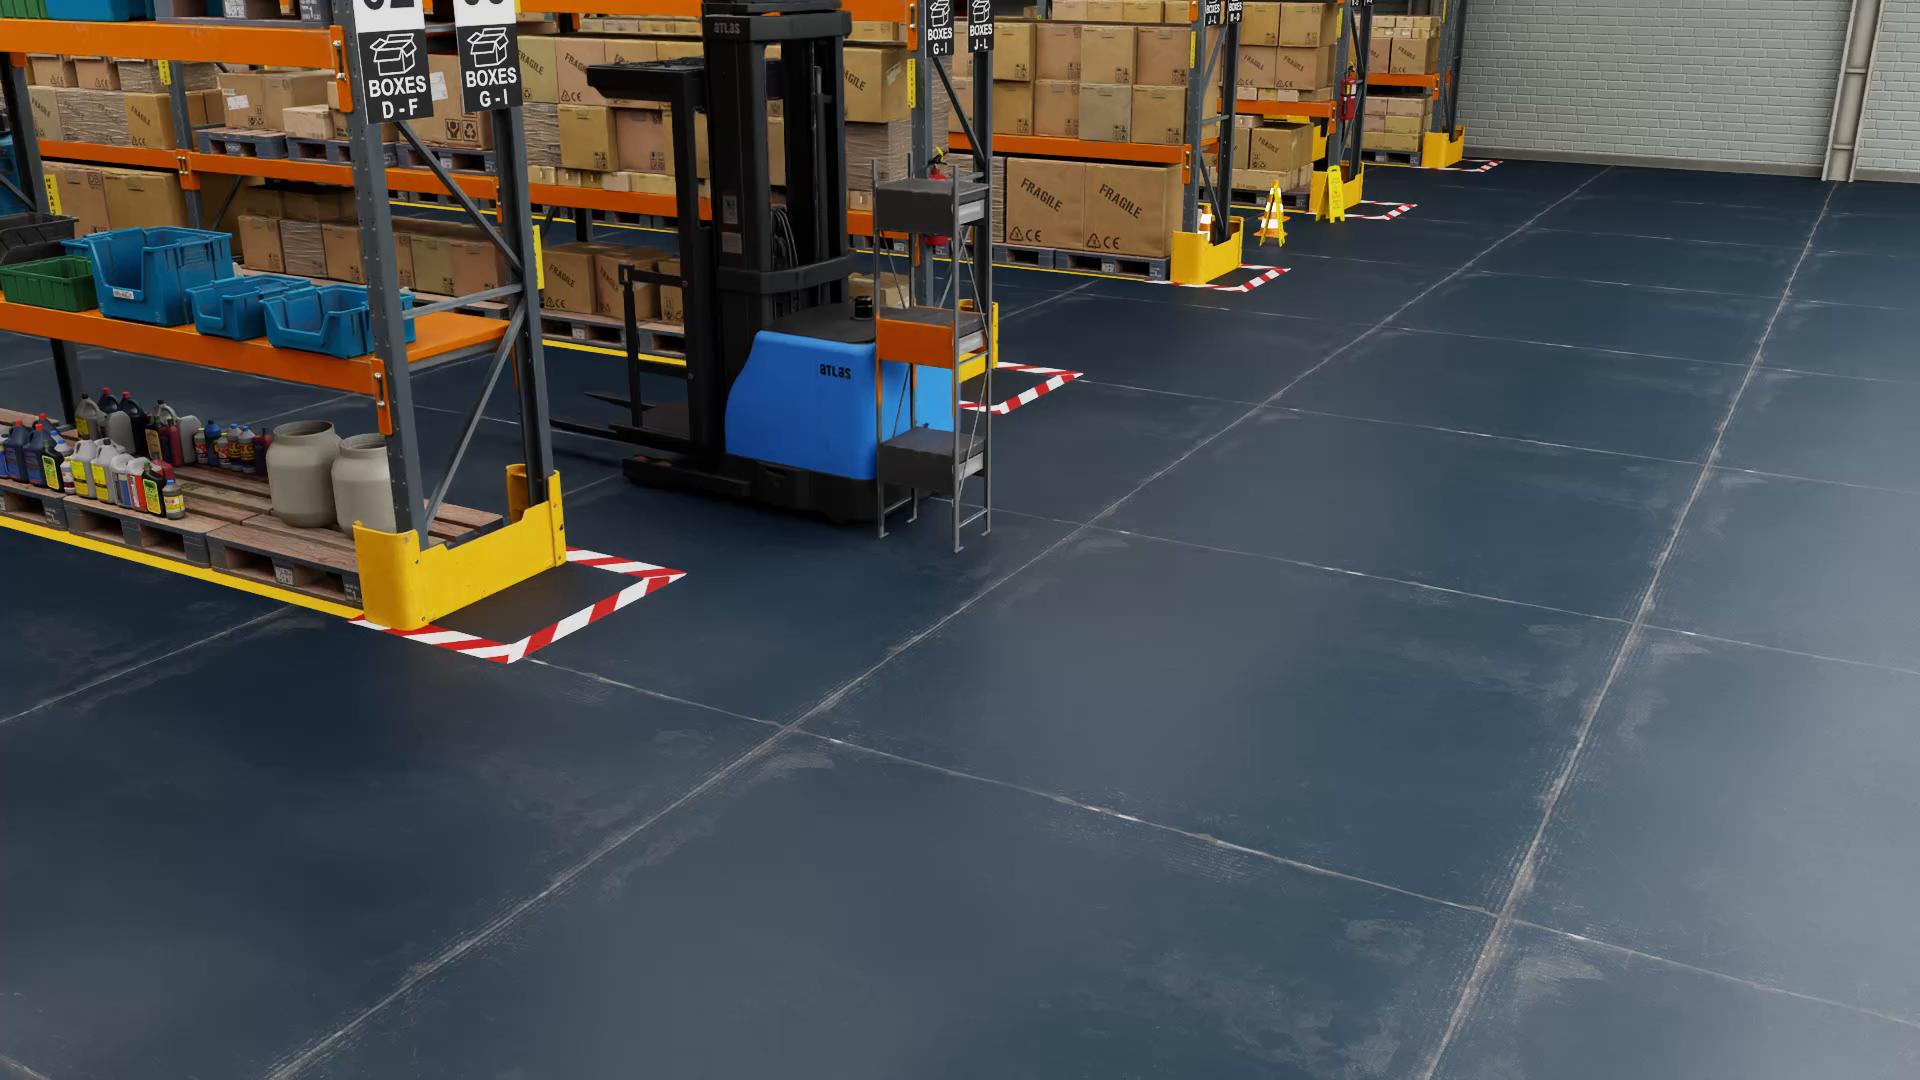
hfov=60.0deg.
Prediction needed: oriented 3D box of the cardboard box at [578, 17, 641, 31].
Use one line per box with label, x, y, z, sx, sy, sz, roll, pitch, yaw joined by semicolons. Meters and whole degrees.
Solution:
cardboard box;-4.138;-5.864;19.520;0.500;0.500;0.700;11;23;27

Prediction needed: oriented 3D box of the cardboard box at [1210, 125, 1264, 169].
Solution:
cardboard box;3.501;-4.984;21.022;0.500;0.500;0.500;12;23;29

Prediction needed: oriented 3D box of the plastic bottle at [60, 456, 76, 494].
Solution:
plastic bottle;-5.053;-0.374;9.455;0.097;0.201;0.097;0;20;0

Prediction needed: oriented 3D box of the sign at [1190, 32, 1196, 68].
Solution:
sign;2.182;-4.591;15.577;0.005;0.325;0.100;11;23;27

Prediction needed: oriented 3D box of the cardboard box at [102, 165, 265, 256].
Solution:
cardboard box;-7.625;-3.285;16.521;0.875;0.875;1.225;10;22;25

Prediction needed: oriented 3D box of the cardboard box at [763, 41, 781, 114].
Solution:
cardboard box;-1.523;-3.475;12.497;0.500;0.500;0.500;11;23;27

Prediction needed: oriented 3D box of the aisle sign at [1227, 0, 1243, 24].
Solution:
aisle sign;2.667;-5.394;16.024;0.004;0.787;0.394;11;23;27

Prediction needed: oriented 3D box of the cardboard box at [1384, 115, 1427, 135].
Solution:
cardboard box;6.625;-6.191;24.717;0.500;0.250;0.500;10;22;27

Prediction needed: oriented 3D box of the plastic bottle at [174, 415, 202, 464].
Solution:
plastic bottle;-4.664;-0.617;10.016;0.135;0.276;0.152;11;23;28

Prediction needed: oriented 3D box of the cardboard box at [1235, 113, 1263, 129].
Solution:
cardboard box;3.605;-5.244;20.788;0.250;0.149;0.380;12;23;29

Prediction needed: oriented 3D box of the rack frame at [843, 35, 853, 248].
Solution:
rack frame;-1.033;-4.760;18.088;0.127;3.000;1.000;11;23;27

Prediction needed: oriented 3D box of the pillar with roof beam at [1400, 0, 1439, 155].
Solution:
pillar with roof beam;4.934;-8.986;20.941;0.400;9.000;9.100;11;23;27

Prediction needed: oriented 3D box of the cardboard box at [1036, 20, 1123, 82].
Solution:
cardboard box;1.206;-4.943;16.791;0.550;0.550;0.875;11;23;27

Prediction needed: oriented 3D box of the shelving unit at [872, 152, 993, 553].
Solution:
shelving unit;-0.145;-1.015;9.083;0.503;2.100;0.431;11;23;27

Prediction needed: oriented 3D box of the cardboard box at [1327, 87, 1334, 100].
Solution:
cardboard box;4.589;-5.585;20.731;0.250;0.149;0.380;11;23;28

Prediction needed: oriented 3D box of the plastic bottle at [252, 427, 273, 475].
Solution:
plastic bottle;-4.083;-0.527;9.759;0.133;0.283;0.061;11;23;28

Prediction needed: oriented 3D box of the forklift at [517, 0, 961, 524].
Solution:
forklift;-1.495;-1.834;10.122;3.031;2.935;1.130;12;23;31

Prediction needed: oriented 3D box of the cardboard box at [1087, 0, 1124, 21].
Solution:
cardboard box;2.006;-6.678;21.326;0.500;0.500;0.700;11;23;28

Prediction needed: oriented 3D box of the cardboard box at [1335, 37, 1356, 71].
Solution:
cardboard box;5.749;-7.288;24.911;0.500;0.500;0.500;10;22;26

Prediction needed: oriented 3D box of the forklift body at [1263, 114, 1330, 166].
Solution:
forklift body;4.657;-6.436;23.955;1.214;2.155;2.313;11;23;27

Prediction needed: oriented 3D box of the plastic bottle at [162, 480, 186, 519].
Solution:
plastic bottle;-4.281;-0.226;9.049;0.097;0.201;0.097;0;20;0

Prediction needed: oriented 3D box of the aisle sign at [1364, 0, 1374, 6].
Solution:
aisle sign;4.990;-6.889;20.145;0.004;0.787;0.394;11;23;27

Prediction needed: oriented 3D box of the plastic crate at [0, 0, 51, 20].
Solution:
plastic crate;-4.711;-2.792;8.576;0.450;0.188;0.336;11;23;27

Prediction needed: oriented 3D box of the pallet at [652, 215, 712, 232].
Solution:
pallet;-2.813;-3.757;19.414;1.213;0.211;1.003;11;23;27

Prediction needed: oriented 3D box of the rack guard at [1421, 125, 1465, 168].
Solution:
rack guard;7.223;-5.884;24.853;0.348;0.500;1.175;11;23;27

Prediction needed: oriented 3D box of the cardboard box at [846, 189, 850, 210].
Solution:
cardboard box;-0.859;-2.571;12.421;0.250;0.149;0.380;11;23;27

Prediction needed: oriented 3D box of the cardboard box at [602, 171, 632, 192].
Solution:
cardboard box;-2.635;-2.885;13.288;0.250;0.149;0.380;11;23;27

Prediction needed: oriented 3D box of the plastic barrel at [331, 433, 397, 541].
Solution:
plastic barrel;-3.076;-0.275;8.756;0.421;0.512;0.421;0;20;0

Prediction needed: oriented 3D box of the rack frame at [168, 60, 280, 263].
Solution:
rack frame;-7.032;-3.965;15.897;0.127;3.000;1.000;11;23;27

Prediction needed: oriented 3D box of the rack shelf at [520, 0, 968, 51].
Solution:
rack shelf;-1.794;-4.039;12.758;4.000;0.370;1.077;11;23;27

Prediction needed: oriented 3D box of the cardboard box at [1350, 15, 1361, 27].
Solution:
cardboard box;5.852;-7.693;24.640;0.250;0.149;0.380;11;23;29

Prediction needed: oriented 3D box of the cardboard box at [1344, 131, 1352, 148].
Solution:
cardboard box;5.776;-6.124;25.264;0.500;0.250;0.500;11;23;28

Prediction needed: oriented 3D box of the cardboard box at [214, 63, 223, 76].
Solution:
cardboard box;-9.903;-6.536;22.401;0.500;0.500;0.500;10;22;26

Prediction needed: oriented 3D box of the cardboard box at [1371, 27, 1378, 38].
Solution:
cardboard box;6.118;-7.529;24.624;0.250;0.149;0.380;11;22;27

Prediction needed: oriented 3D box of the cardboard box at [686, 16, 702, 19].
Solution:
cardboard box;-3.661;-7.608;24.327;0.500;0.500;0.500;11;23;27

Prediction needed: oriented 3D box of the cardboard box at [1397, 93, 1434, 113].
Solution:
cardboard box;6.875;-6.574;25.041;0.500;0.250;0.500;10;22;26

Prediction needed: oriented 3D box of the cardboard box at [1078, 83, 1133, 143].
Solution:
cardboard box;1.622;-4.298;16.596;0.550;0.550;0.875;11;23;27

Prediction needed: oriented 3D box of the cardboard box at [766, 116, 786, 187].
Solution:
cardboard box;-1.010;-2.969;12.567;0.500;0.500;0.875;11;23;27

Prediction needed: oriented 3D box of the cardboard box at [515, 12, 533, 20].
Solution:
cardboard box;-6.677;-8.181;25.906;0.500;0.500;0.500;10;22;27

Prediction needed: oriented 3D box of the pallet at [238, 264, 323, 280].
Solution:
pallet;-6.351;-2.524;16.013;1.213;0.211;1.003;11;23;27

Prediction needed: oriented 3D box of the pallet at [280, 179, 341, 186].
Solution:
pallet;-8.621;-4.880;22.510;1.213;0.211;1.003;11;23;27

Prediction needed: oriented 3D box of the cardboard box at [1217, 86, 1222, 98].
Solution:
cardboard box;3.203;-5.657;20.930;0.250;0.149;0.380;11;22;27

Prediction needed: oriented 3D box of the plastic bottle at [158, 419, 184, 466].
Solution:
plastic bottle;-4.715;-0.588;9.927;0.133;0.283;0.061;11;23;27

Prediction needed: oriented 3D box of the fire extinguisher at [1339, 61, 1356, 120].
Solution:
fire extinguisher;4.660;-5.392;19.945;0.183;0.674;0.296;11;23;27

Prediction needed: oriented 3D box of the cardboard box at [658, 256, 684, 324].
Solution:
cardboard box;-2.127;-2.071;13.725;0.500;0.500;0.500;9;22;23

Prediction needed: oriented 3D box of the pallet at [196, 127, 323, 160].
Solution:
pallet;-6.358;-3.788;15.691;1.003;0.211;1.213;11;23;27

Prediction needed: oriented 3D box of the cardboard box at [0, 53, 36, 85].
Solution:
cardboard box;-9.369;-4.928;16.933;0.637;0.503;0.797;11;23;28

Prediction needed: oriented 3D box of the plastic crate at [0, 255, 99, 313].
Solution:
plastic crate;-4.908;-1.416;9.181;0.662;0.188;0.450;11;23;27

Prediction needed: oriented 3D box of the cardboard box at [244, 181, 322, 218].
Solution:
cardboard box;-6.433;-3.247;15.838;0.500;0.250;0.500;12;23;29

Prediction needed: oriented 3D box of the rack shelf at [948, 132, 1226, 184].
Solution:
rack shelf;0.713;-4.089;17.294;4.000;0.370;1.077;11;23;27

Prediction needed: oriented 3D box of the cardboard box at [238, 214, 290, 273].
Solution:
cardboard box;-6.438;-2.891;15.958;0.500;0.500;0.700;10;22;24

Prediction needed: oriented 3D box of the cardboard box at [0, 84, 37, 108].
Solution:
cardboard box;-9.369;-4.360;16.838;0.500;0.500;0.500;10;22;26
